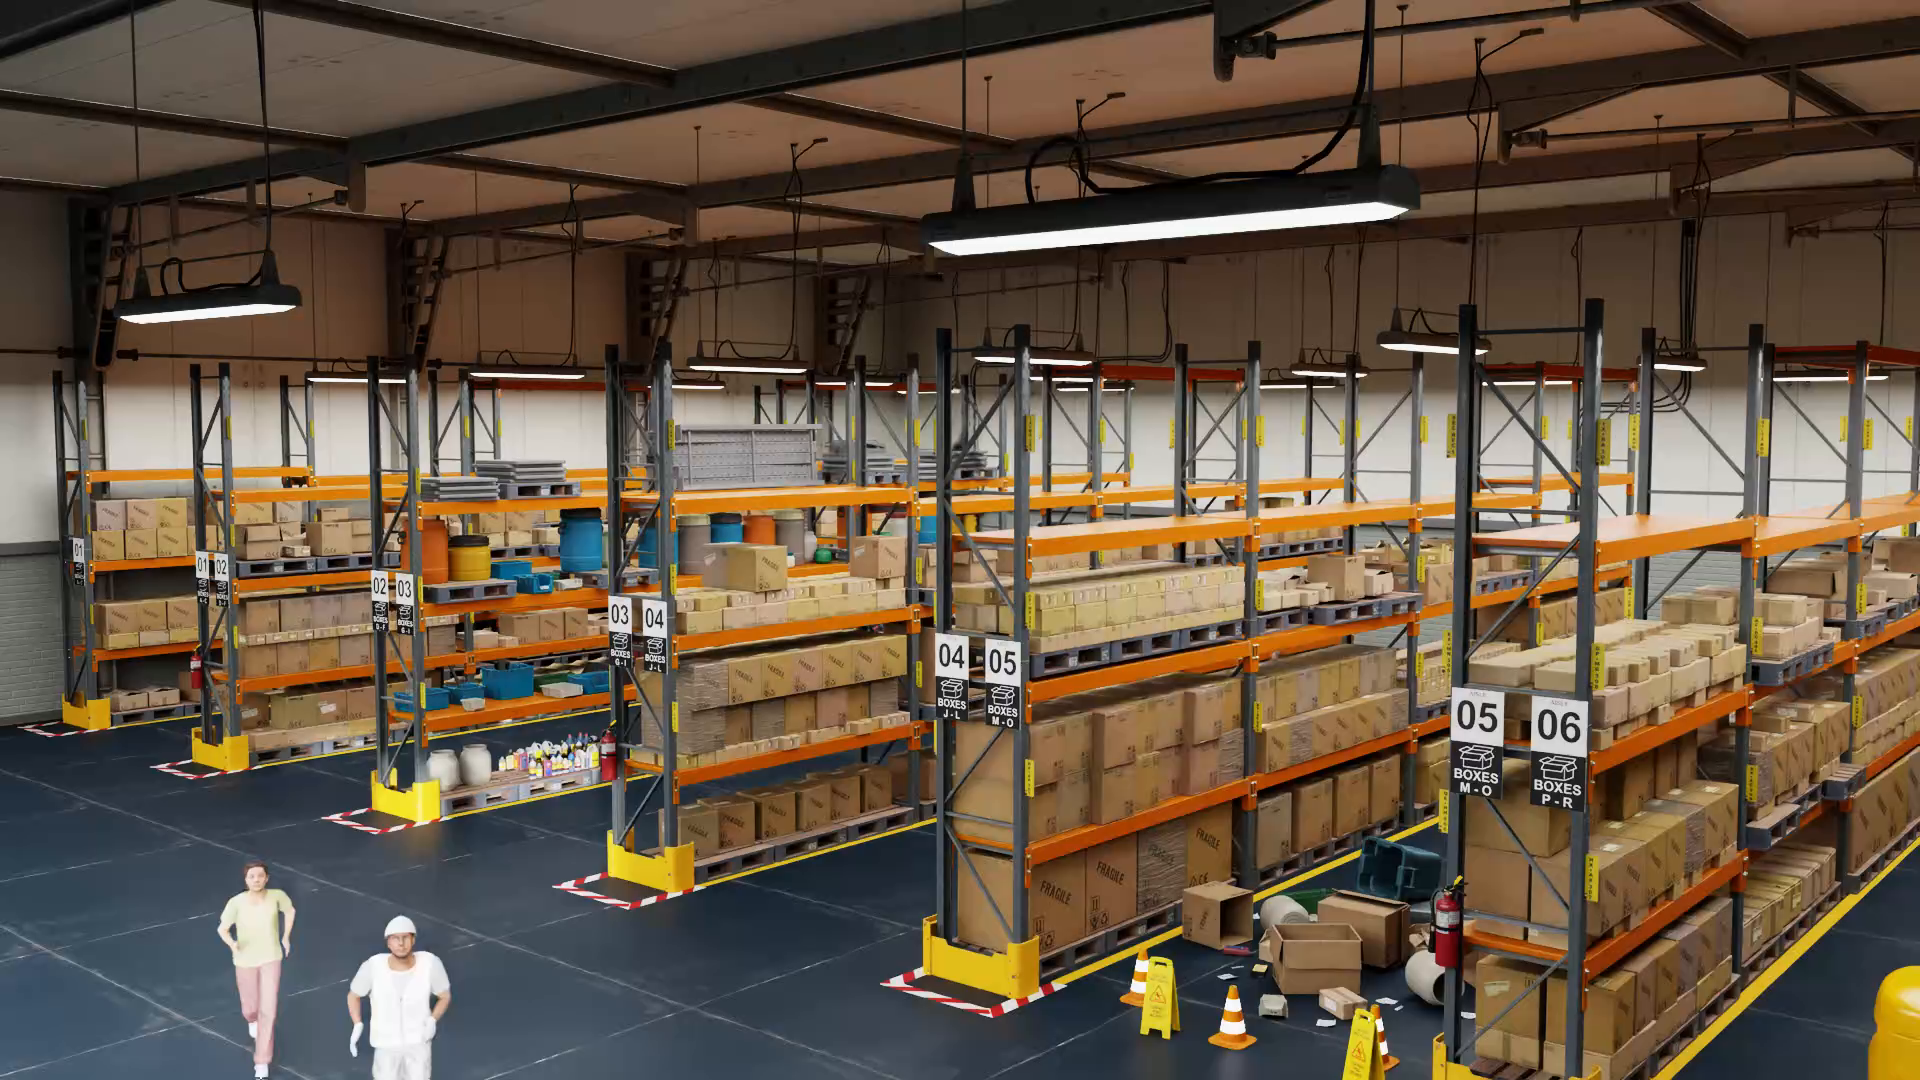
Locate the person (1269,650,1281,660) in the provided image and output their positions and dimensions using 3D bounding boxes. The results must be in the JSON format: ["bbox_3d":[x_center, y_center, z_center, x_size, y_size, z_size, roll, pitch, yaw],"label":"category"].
[{"bbox_3d":[4.841,2.511,25.703,0.580,1.595,0.646,3,5,39],"label":"person"}]

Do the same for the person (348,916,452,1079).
[{"bbox_3d":[-3.864,3.469,11.513,0.687,1.734,0.596,-2,4,-21],"label":"person"}]

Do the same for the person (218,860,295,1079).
[{"bbox_3d":[-5.623,3.378,13.327,0.578,1.657,0.913,-2,4,-23],"label":"person"}]

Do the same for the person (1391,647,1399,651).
[{"bbox_3d":[6.658,2.498,25.517,0.553,1.724,0.764,3,5,39],"label":"person"}]
